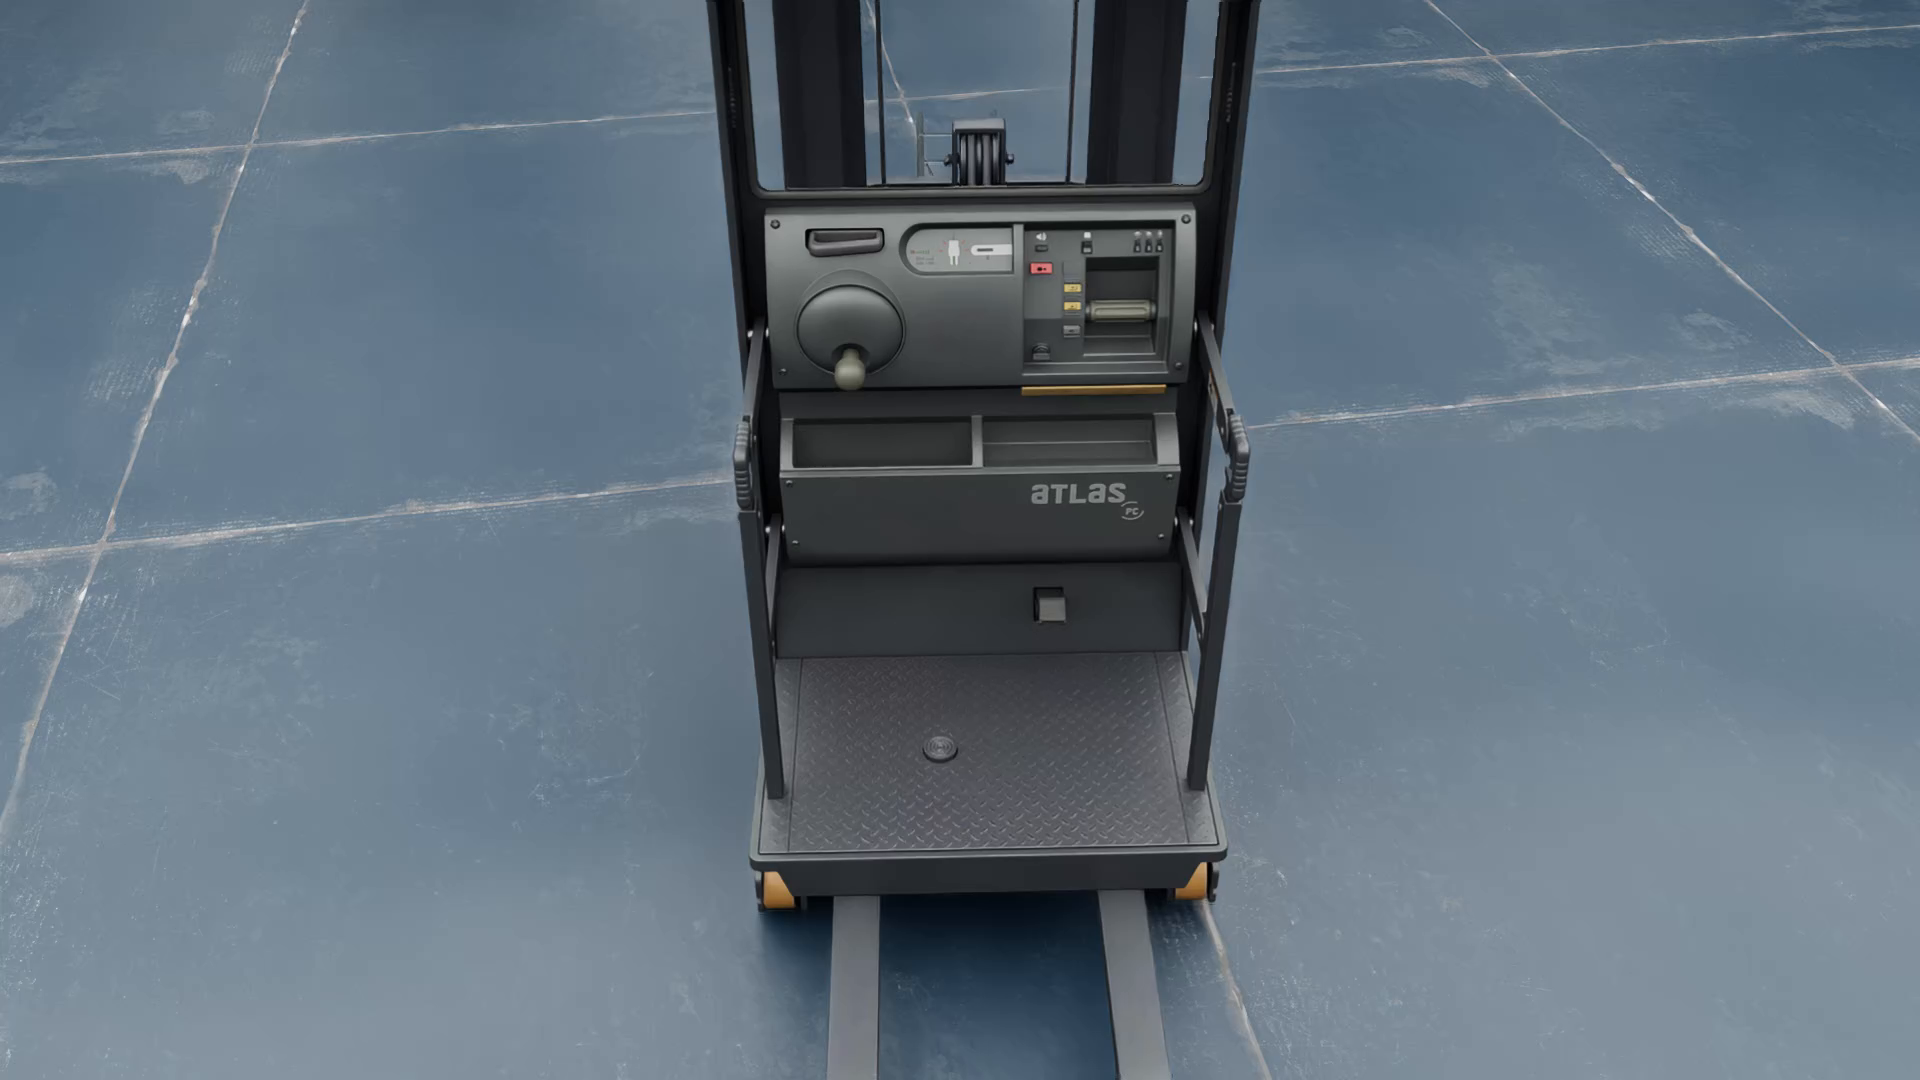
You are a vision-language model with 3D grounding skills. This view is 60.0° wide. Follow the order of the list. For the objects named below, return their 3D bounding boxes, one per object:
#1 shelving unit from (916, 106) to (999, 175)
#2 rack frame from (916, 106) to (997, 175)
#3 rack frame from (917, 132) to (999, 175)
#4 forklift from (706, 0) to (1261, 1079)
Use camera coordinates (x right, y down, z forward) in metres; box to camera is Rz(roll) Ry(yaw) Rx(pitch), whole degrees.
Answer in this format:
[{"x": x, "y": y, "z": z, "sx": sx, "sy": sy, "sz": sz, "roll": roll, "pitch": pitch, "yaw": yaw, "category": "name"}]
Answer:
[{"x": -0.008, "y": -0.759, "z": 5.249, "sx": 0.258, "sy": 1.200, "sz": 0.189, "roll": -1, "pitch": 38, "yaw": -1, "category": "shelving unit"}, {"x": -0.010, "y": -0.815, "z": 5.322, "sx": 0.240, "sy": 1.200, "sz": 0.006, "roll": -1, "pitch": 38, "yaw": -1, "category": "rack frame"}, {"x": -0.005, "y": -0.703, "z": 5.177, "sx": 0.240, "sy": 1.200, "sz": 0.006, "roll": -1, "pitch": 38, "yaw": -1, "category": "rack frame"}, {"x": 0.054, "y": -0.454, "z": 3.446, "sx": 1.130, "sy": 2.935, "sz": 3.031, "roll": -1, "pitch": 38, "yaw": -1, "category": "forklift"}]
